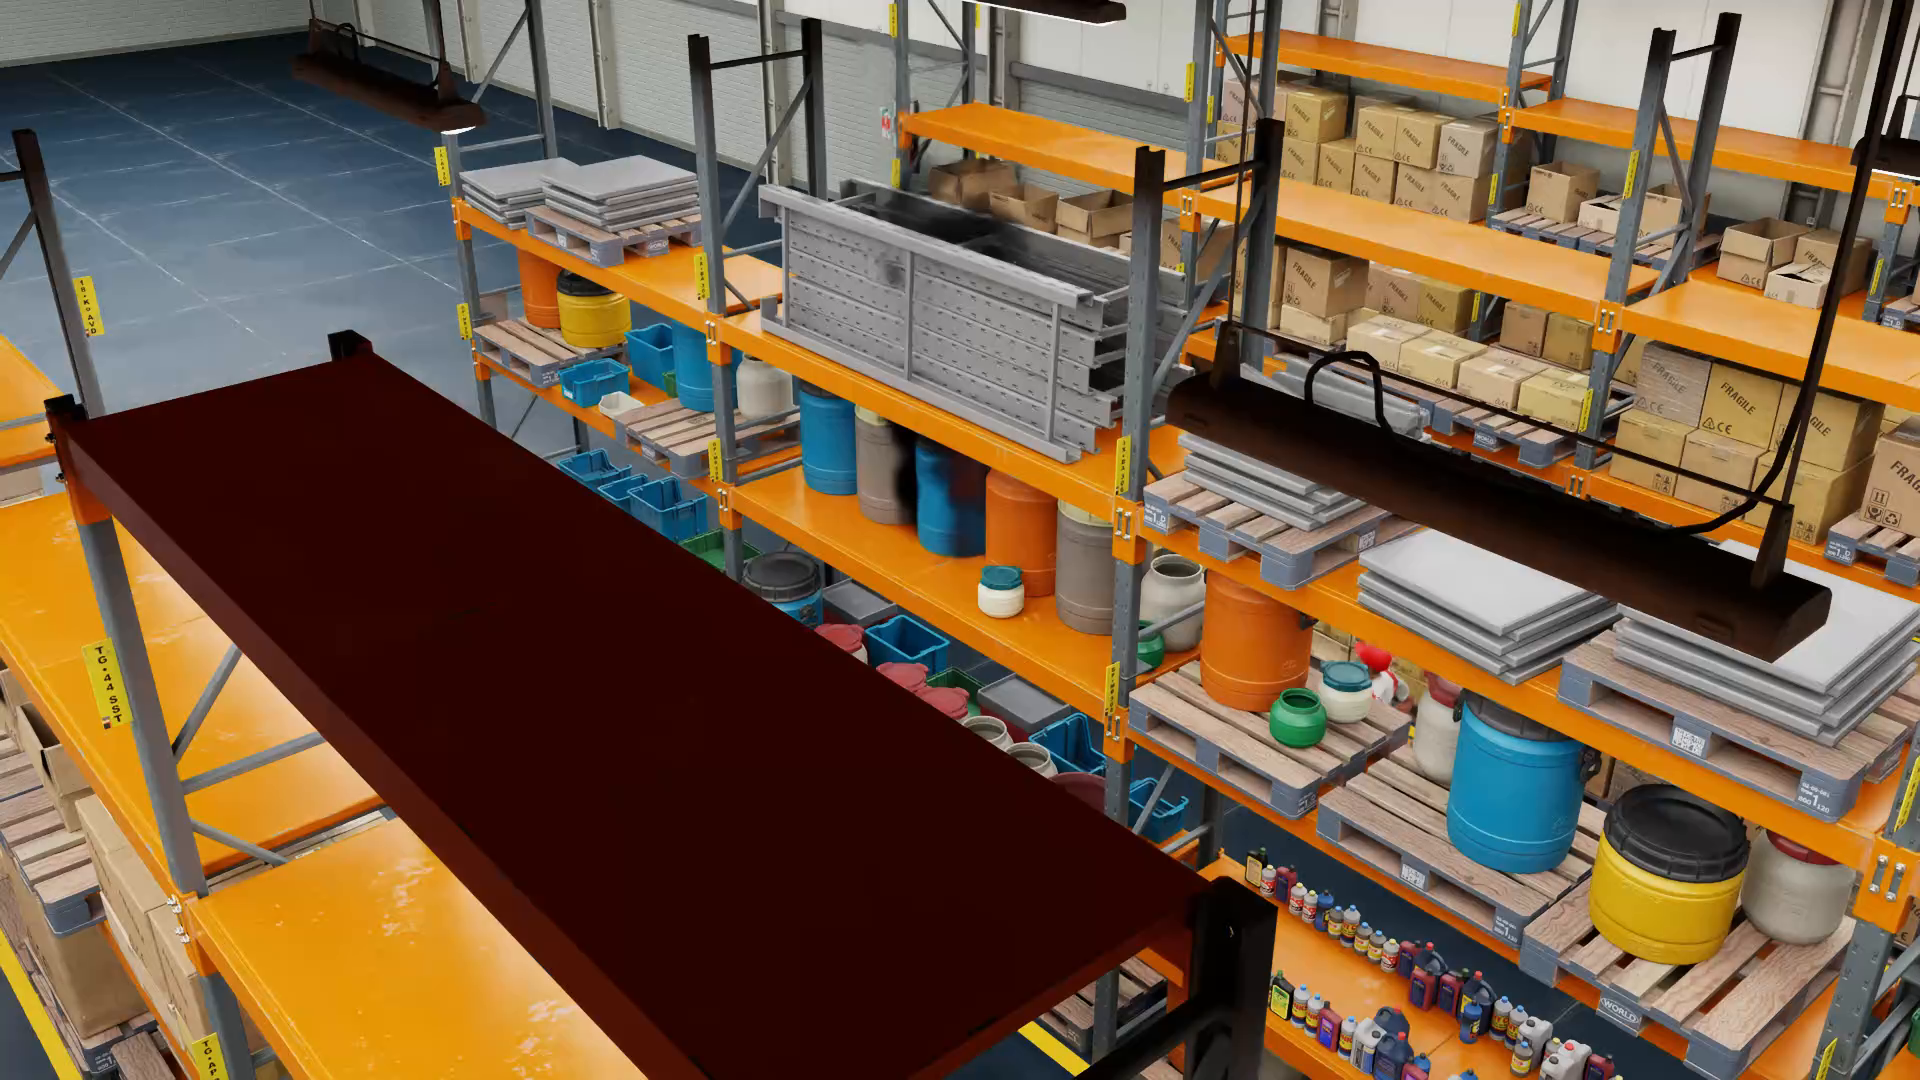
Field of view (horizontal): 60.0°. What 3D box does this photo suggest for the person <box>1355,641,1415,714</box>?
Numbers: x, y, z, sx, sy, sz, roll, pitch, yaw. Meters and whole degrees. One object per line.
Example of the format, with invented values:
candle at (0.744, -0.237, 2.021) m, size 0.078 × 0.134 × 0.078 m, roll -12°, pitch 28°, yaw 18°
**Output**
person at (2.862, 1.479, 12.091) m, size 0.598 × 1.767 × 0.646 m, roll 20°, pitch 33°, yaw 33°
